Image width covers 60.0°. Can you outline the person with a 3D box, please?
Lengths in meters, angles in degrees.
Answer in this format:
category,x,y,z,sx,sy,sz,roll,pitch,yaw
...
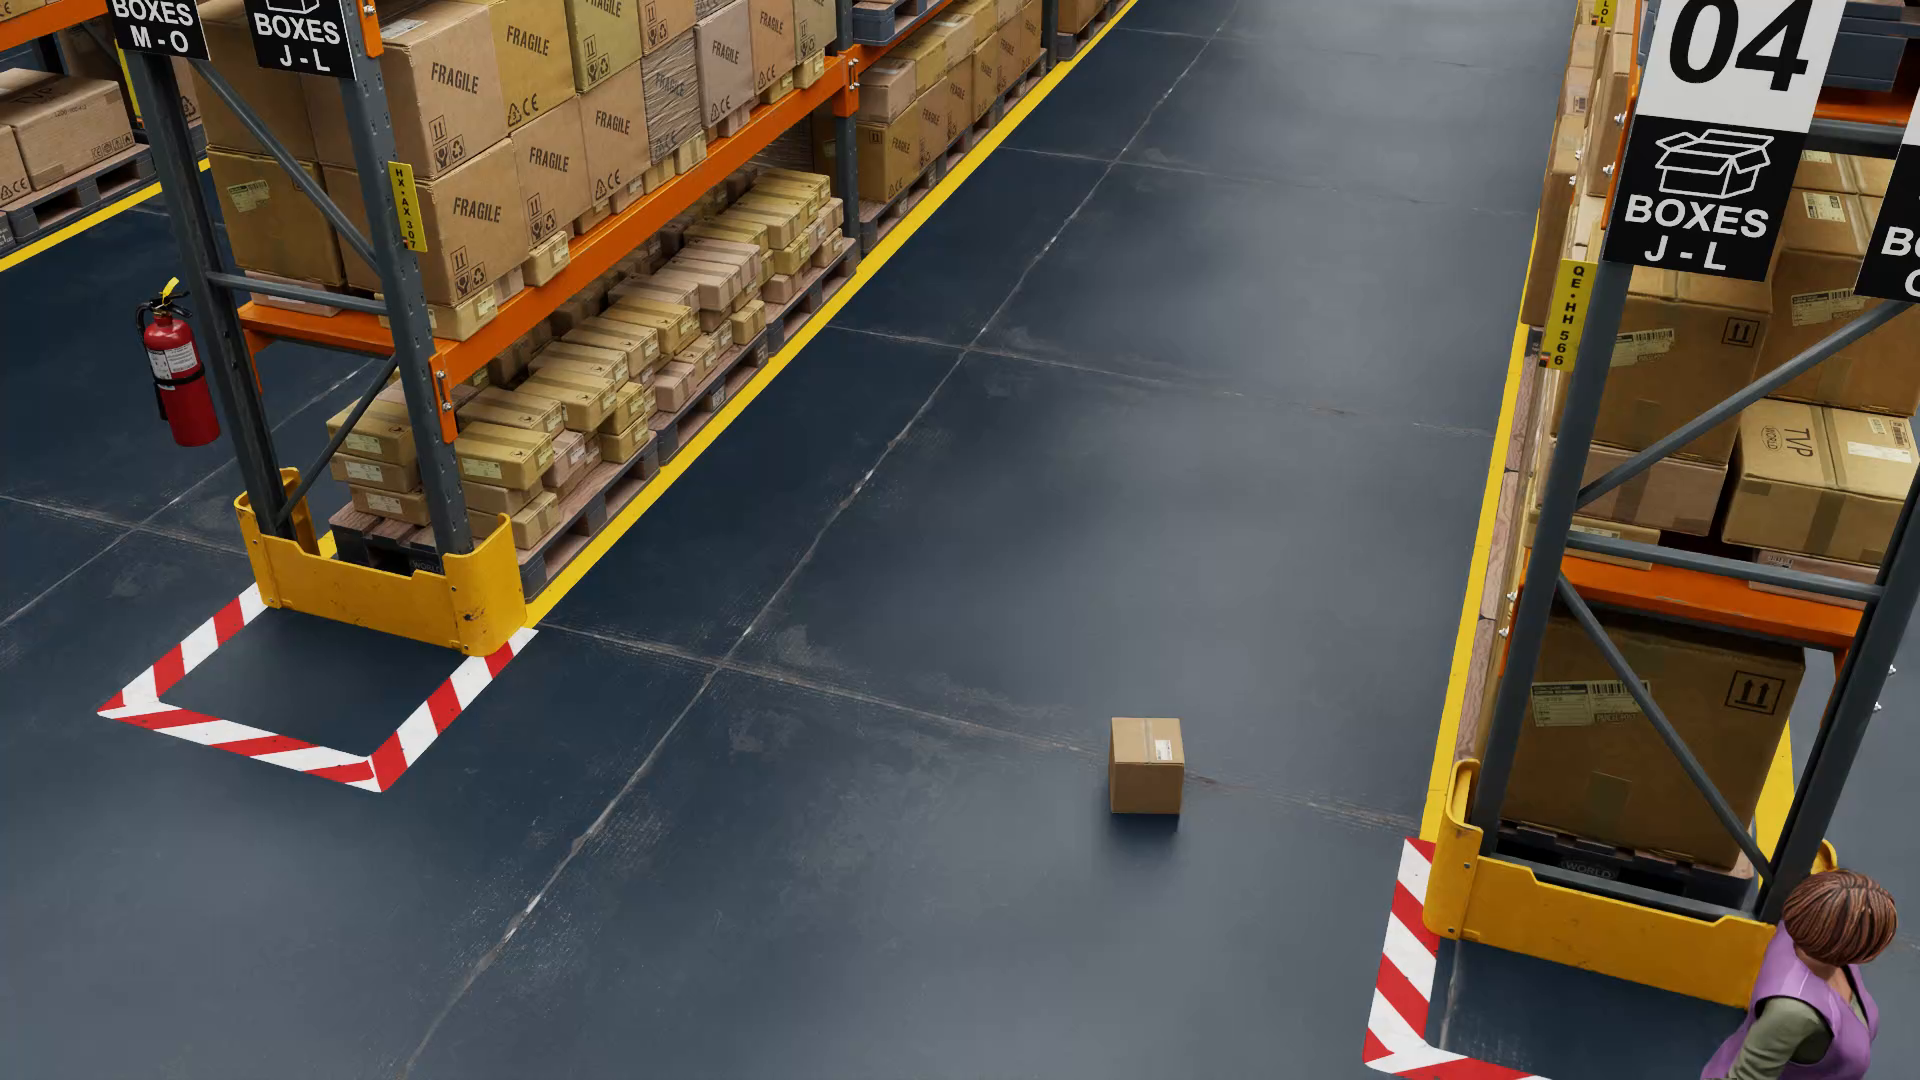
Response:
category,x,y,z,sx,sy,sz,roll,pitch,yaw
person,1.995,1.420,4.006,0.751,1.592,0.456,18,38,24
